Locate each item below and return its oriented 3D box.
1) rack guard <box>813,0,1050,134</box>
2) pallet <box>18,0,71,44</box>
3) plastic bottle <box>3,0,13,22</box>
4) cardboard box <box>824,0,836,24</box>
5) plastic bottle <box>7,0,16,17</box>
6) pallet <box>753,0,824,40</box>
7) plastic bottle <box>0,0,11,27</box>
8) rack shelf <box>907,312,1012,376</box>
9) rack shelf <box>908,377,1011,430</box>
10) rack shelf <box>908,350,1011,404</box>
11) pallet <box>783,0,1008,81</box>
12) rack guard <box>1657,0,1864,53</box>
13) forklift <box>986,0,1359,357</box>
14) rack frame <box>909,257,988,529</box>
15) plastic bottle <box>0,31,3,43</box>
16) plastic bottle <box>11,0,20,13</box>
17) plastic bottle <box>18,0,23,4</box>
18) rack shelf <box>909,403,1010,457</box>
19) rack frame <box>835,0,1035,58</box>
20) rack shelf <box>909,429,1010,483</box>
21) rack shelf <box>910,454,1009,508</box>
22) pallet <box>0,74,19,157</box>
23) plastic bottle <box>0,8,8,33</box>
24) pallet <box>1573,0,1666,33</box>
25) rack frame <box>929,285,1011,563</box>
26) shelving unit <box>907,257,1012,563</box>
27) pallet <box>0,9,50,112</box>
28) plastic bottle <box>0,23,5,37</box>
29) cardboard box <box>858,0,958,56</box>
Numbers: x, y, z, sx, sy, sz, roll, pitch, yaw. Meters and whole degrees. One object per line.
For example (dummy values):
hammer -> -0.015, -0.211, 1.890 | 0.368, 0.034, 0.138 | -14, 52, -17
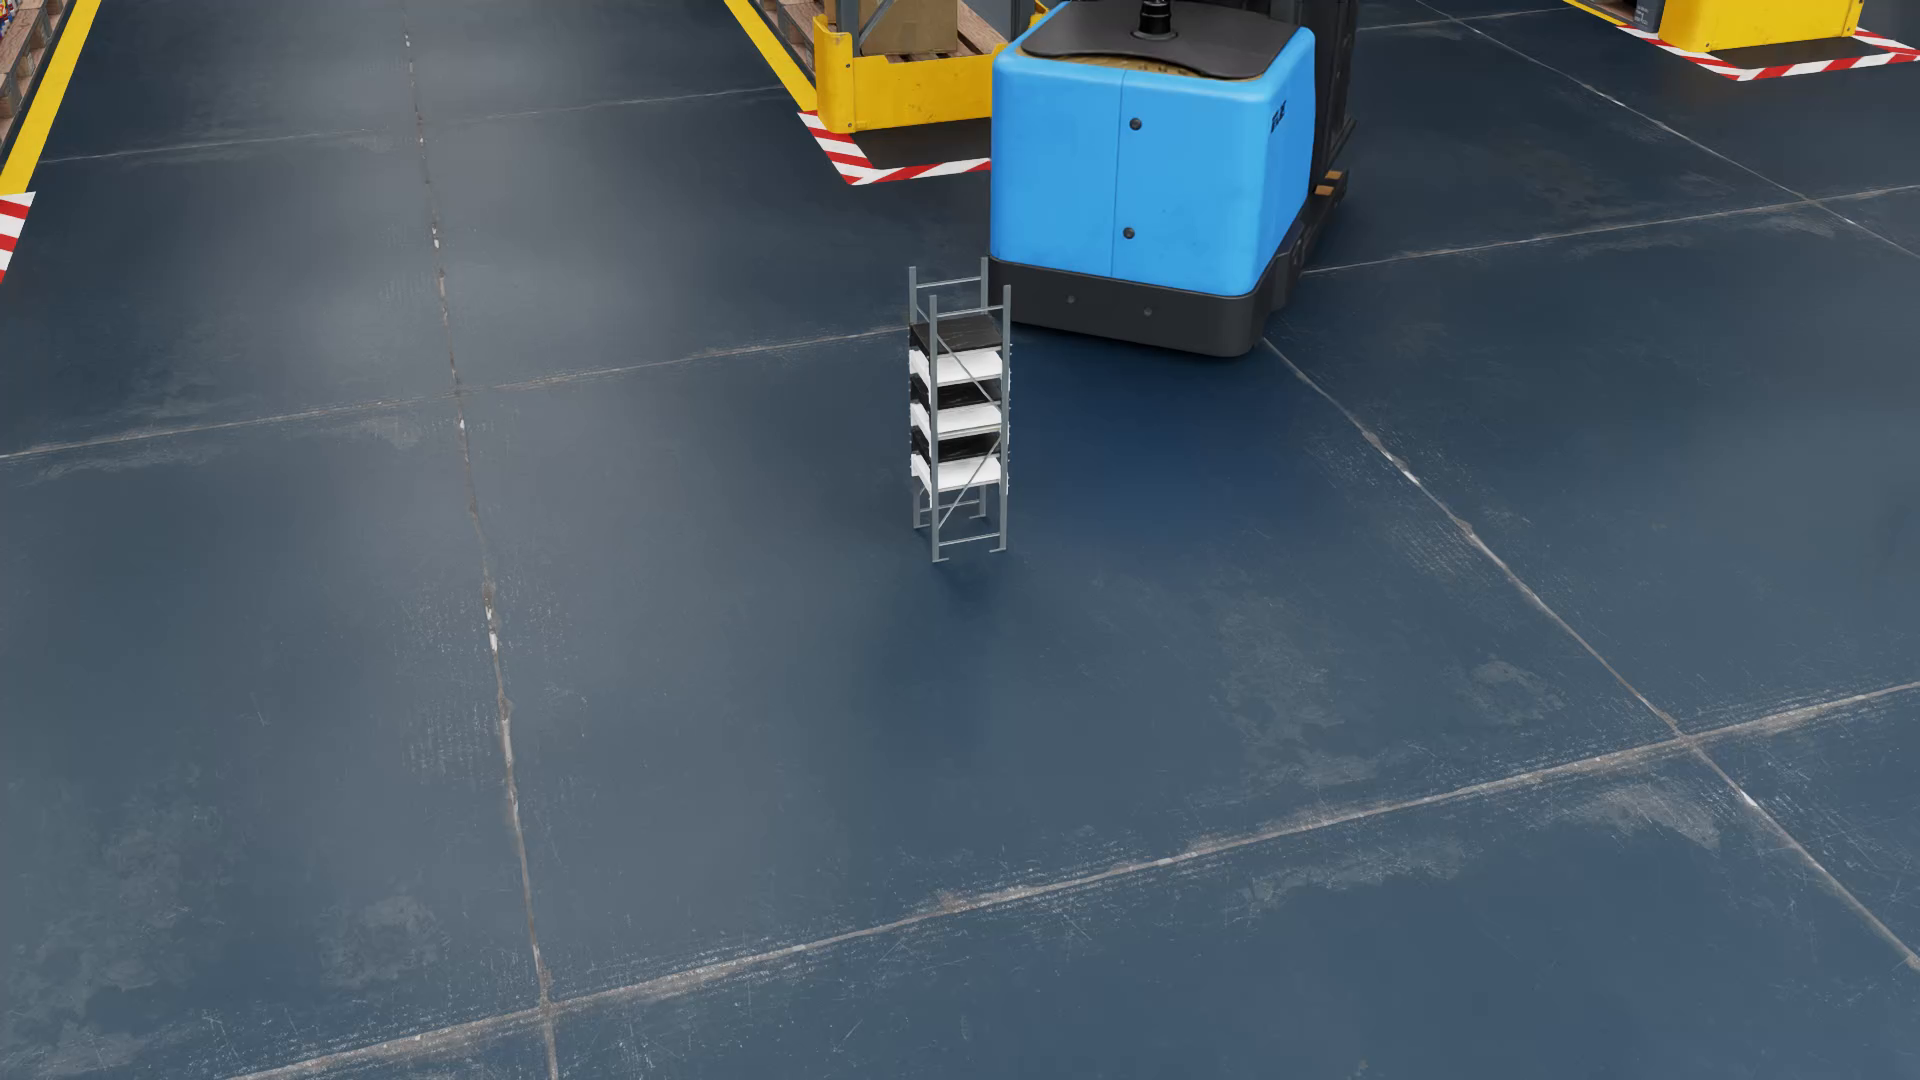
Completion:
rack guard -> -0.139, -2.423, 8.463 | 1.175, 0.500, 0.348 | -10, 35, -15
pallet -> -5.888, -3.170, 9.856 | 1.003, 0.211, 1.213 | -10, 35, -15
plastic bottle -> -5.286, -2.981, 9.117 | 0.097, 0.271, 0.097 | 0, 33, 0
cardboard box -> -0.506, -3.197, 9.254 | 0.500, 0.500, 0.500 | -1, 33, -2
plastic bottle -> -5.317, -3.006, 9.217 | 0.097, 0.201, 0.097 | 0, 33, 0
pallet -> -0.722, -3.374, 10.165 | 1.003, 0.211, 1.213 | -10, 35, -15
plastic bottle -> -5.255, -2.898, 9.054 | 0.097, 0.201, 0.097 | 0, 33, 0
rack shelf -> -0.002, -0.577, 4.878 | 0.258, 0.077, 0.200 | -10, 35, -15
rack shelf -> -0.002, -0.427, 4.977 | 0.258, 0.077, 0.200 | -10, 35, -15
rack shelf -> -0.002, -0.502, 4.928 | 0.258, 0.077, 0.200 | -10, 35, -15
pallet -> -0.354, -2.735, 9.197 | 1.003, 0.211, 1.213 | -10, 35, -15
rack guard -> 4.645, -3.151, 9.566 | 1.175, 0.500, 0.348 | -10, 35, -15
forklift -> 1.112, -2.703, 6.681 | 1.130, 2.935, 3.031 | 12, 35, 18
rack frame -> -0.033, -0.433, 5.089 | 0.240, 0.900, 0.006 | -10, 35, -15
plastic bottle -> -5.141, -2.769, 8.785 | 0.061, 0.283, 0.133 | -9, 35, -14
plastic bottle -> -5.380, -3.094, 9.283 | 0.152, 0.276, 0.135 | -9, 35, -14
plastic bottle -> -5.425, -3.211, 9.393 | 0.144, 0.351, 0.185 | -10, 35, -15
rack shelf -> -0.002, -0.352, 5.027 | 0.258, 0.077, 0.200 | -10, 35, -15
rack frame -> -0.116, -3.426, 7.714 | 1.000, 3.000, 0.127 | -10, 35, -15
rack shelf -> -0.002, -0.277, 5.076 | 0.258, 0.077, 0.200 | -10, 35, -15
rack shelf -> -0.002, -0.202, 5.126 | 0.258, 0.077, 0.200 | -10, 35, -15
pallet -> -5.144, -1.889, 7.917 | 1.003, 0.211, 1.213 | -10, 35, -15
plastic bottle -> -5.225, -2.875, 8.956 | 0.097, 0.271, 0.097 | 0, 33, 0
pallet -> 4.320, -3.450, 10.280 | 1.003, 0.211, 1.213 | -10, 35, -15
rack frame -> 0.029, -0.326, 4.928 | 0.240, 0.900, 0.006 | -10, 35, -15
shelving unit -> -0.002, -0.380, 5.008 | 0.258, 0.900, 0.210 | -10, 35, -15
pallet -> -5.512, -2.528, 8.885 | 1.003, 0.211, 1.213 | -10, 35, -15
plastic bottle -> -5.194, -2.822, 8.876 | 0.097, 0.271, 0.097 | 0, 33, 0
cardboard box -> -0.291, -2.889, 8.787 | 0.500, 0.500, 0.500 | -4, 34, -6
